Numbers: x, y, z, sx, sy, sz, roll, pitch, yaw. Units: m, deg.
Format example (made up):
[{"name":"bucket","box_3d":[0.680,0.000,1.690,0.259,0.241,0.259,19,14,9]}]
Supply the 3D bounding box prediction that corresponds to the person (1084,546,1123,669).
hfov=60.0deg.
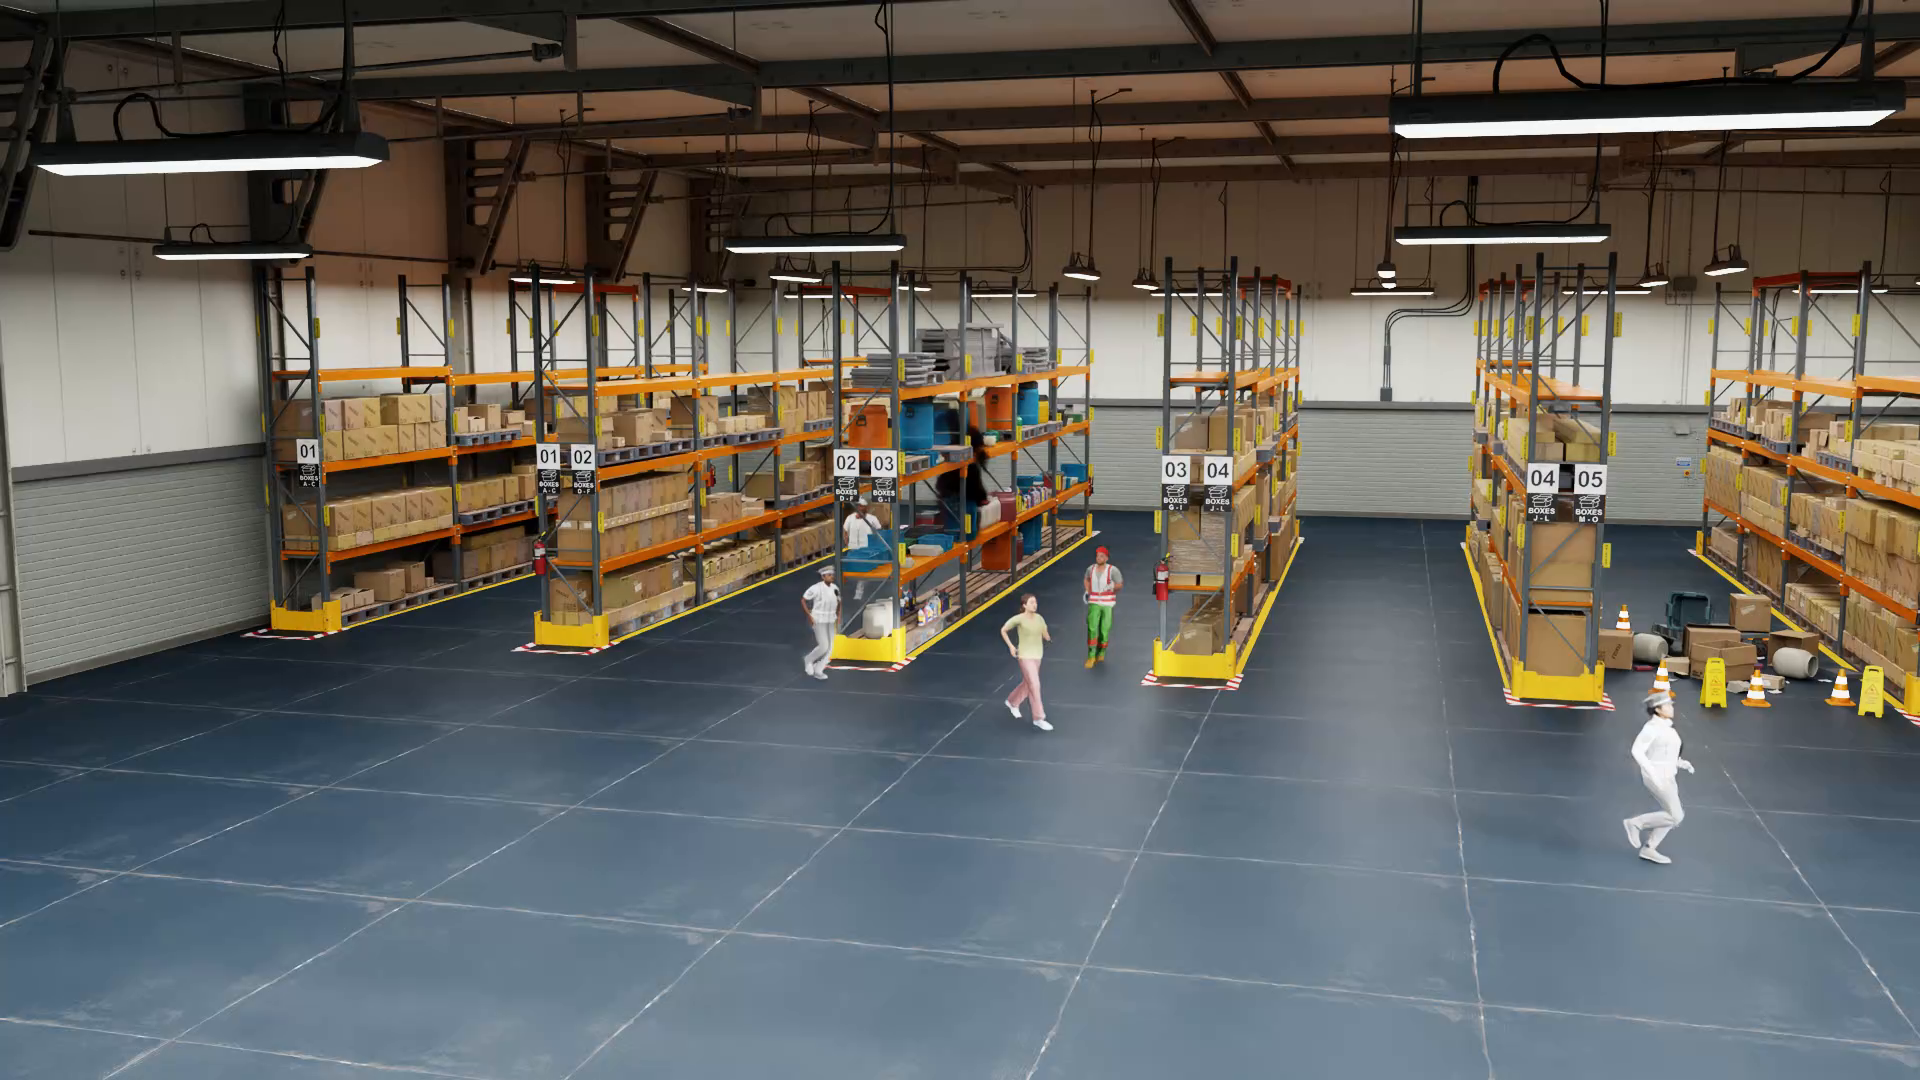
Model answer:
[{"name":"person","box_3d":[2.085,0.987,24.714,0.638,1.767,0.769,2,8,16]}]

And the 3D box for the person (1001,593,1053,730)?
[{"name":"person","box_3d":[0.874,1.493,20.961,0.577,1.663,0.947,-6,10,-40]}]

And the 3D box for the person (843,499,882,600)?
[{"name":"person","box_3d":[-1.731,0.146,29.177,0.697,1.757,0.703,1,7,9]}]

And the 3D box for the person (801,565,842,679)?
[{"name":"person","box_3d":[-1.948,1.170,23.837,0.621,1.651,0.504,-6,10,-41]}]

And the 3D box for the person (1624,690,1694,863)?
[{"name":"person","box_3d":[6.580,2.217,15.627,0.549,1.654,0.614,6,9,38]}]
